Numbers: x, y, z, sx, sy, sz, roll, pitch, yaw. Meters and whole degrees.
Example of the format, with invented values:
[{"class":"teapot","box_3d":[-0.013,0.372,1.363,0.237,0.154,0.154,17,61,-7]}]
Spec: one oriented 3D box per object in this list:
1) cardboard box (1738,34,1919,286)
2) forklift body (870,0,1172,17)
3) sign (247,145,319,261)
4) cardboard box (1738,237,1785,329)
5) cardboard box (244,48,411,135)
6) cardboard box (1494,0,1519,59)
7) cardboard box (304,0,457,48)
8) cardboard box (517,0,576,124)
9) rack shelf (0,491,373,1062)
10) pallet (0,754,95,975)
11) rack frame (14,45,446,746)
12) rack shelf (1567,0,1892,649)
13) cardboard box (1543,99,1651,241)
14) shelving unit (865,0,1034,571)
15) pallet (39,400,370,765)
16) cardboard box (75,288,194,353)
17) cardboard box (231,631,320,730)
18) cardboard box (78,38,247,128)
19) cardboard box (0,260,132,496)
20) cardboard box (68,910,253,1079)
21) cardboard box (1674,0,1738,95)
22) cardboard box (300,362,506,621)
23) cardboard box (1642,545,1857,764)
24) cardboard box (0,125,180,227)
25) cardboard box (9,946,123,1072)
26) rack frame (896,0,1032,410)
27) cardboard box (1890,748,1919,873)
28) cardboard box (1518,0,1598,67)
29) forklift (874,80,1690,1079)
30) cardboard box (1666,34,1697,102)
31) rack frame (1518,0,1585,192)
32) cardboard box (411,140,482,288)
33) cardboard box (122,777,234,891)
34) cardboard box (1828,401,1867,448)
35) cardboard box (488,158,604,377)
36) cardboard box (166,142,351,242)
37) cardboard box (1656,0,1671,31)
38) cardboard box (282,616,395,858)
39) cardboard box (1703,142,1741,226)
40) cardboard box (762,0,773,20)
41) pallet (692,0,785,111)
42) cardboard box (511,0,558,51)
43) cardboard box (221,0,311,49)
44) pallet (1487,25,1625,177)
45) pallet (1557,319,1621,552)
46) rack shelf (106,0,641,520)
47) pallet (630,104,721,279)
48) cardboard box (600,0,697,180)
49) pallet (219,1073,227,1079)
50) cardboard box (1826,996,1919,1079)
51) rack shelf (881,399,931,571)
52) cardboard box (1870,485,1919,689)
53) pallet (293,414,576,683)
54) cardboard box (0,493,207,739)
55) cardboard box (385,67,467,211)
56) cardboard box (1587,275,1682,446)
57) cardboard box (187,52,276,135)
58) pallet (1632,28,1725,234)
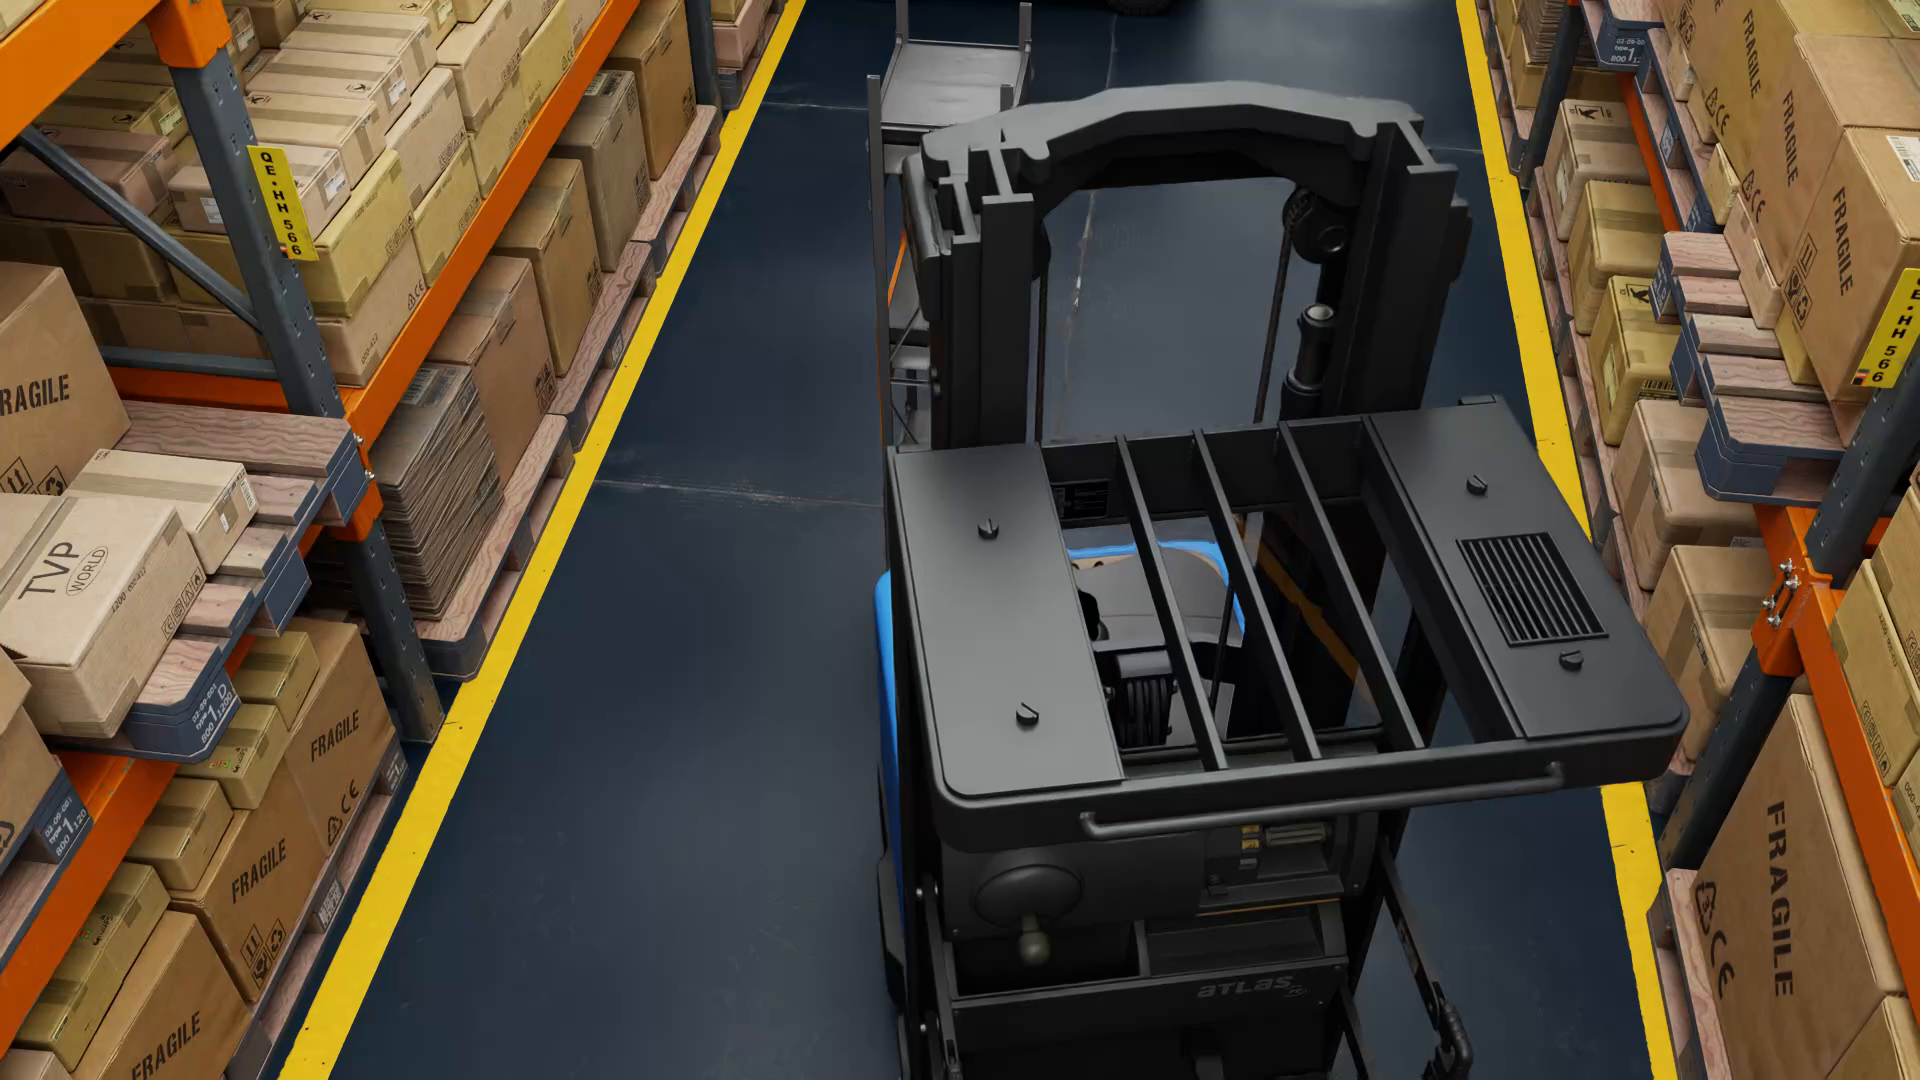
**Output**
[{"class":"cardboard box","box_3d":[2.523,-1.029,4.561,0.500,0.500,0.500,5,44,5]},{"class":"forklift body","box_3d":[0.376,-4.178,9.098,2.313,2.155,1.214,5,44,6]},{"class":"sign","box_3d":[-1.700,-0.841,4.172,0.100,0.325,0.005,5,44,6]},{"class":"cardboard box","box_3d":[2.444,-0.715,4.701,0.380,0.149,0.250,5,44,5]},{"class":"cardboard box","box_3d":[-1.863,-1.314,4.912,0.380,0.149,0.250,6,44,7]},{"class":"cardboard box","box_3d":[3.082,-2.715,8.630,0.500,0.250,0.500,4,44,4]},{"class":"cardboard box","box_3d":[-1.837,-1.668,5.285,0.380,0.149,0.250,6,44,6]},{"class":"cardboard box","box_3d":[-1.735,-1.766,6.042,0.500,0.250,0.500,7,44,7]},{"class":"rack shelf","box_3d":[-2.504,1.132,3.396,1.077,0.370,4.000,5,44,6]},{"class":"pallet","box_3d":[-2.492,0.903,3.254,1.003,0.211,1.213,5,44,6]},{"class":"rack frame","box_3d":[-2.239,-0.493,4.589,1.000,3.000,0.127,5,44,6]},{"class":"rack shelf","box_3d":[2.946,-1.146,5.802,1.077,0.370,4.000,5,44,6]},{"class":"cardboard box","box_3d":[3.143,-1.611,7.375,0.950,0.372,0.625,6,44,6]},{"class":"shelving unit","box_3d":[-0.022,-0.650,5.409,0.431,2.100,0.503,5,44,6]},{"class":"pallet","box_3d":[-2.259,0.045,4.160,1.213,0.211,1.003,5,44,6]},{"class":"cardboard box","box_3d":[-2.433,-0.768,4.988,0.500,0.250,0.500,4,44,5]},{"class":"cardboard box","box_3d":[-2.053,0.387,4.701,0.380,0.149,0.250,3,44,3]},{"class":"cardboard box","box_3d":[-2.378,-1.364,4.964,0.380,0.149,0.250,5,44,5]},{"class":"cardboard box","box_3d":[-2.462,-0.345,4.054,0.500,0.500,0.500,7,44,7]},{"class":"cardboard box","box_3d":[-2.225,1.267,4.242,0.500,0.500,0.500,7,44,7]},{"class":"cardboard box","box_3d":[2.662,-1.745,5.317,0.500,0.500,0.500,4,44,4]},{"class":"cardboard box","box_3d":[-2.143,-0.207,5.708,0.875,0.625,0.625,7,44,7]},{"class":"cardboard box","box_3d":[2.766,0.374,5.280,0.950,0.372,0.625,3,43,3]},{"class":"cardboard box","box_3d":[-2.397,-1.004,4.585,0.380,0.149,0.250,7,44,7]},{"class":"cardboard box","box_3d":[-2.250,1.097,3.951,0.380,0.149,0.250,5,44,5]},{"class":"rack frame","box_3d":[0.010,-0.816,5.585,0.400,2.100,0.015,5,44,6]},{"class":"cardboard box","box_3d":[2.317,0.673,3.467,0.500,0.250,0.500,4,44,4]},{"class":"cardboard box","box_3d":[3.022,-2.624,7.989,0.500,0.500,0.500,5,44,5]},{"class":"forklift","box_3d":[0.451,0.747,3.330,1.130,2.935,3.031,-5,44,-5]},{"class":"cardboard box","box_3d":[2.624,-1.598,5.633,0.380,0.149,0.250,7,44,7]},{"class":"rack frame","box_3d":[3.210,-2.770,6.994,1.000,3.000,0.127,5,44,6]},{"class":"cardboard box","box_3d":[-1.867,-1.061,5.298,0.500,0.250,0.500,4,44,5]},{"class":"cardboard box","box_3d":[-2.137,0.751,4.316,0.380,0.149,0.250,4,44,4]},{"class":"cardboard box","box_3d":[2.491,-0.350,4.315,0.380,0.149,0.250,7,44,7]},{"class":"cardboard box","box_3d":[-1.976,-1.111,6.664,0.875,0.625,0.625,4,44,4]},{"class":"cardboard box","box_3d":[-1.905,-0.955,4.532,0.380,0.149,0.250,6,44,7]},{"class":"cardboard box","box_3d":[2.745,-1.942,5.997,0.380,0.149,0.250,6,44,6]},{"class":"cardboard box","box_3d":[-2.082,0.570,4.979,0.500,0.500,0.500,6,44,7]},{"class":"cardboard box","box_3d":[2.508,-1.075,5.081,0.380,0.149,0.250,6,44,6]},{"class":"cardboard box","box_3d":[-1.266,-3.020,8.952,0.500,0.250,0.500,4,44,5]},{"class":"pallet","box_3d":[-1.564,-2.744,8.995,1.003,0.211,1.213,5,44,6]},{"class":"cardboard box","box_3d":[-1.741,-1.946,5.870,0.500,0.250,0.500,6,44,6]},{"class":"cardboard box","box_3d":[-2.303,-1.709,5.328,0.380,0.149,0.250,5,44,5]},{"class":"pallet","box_3d":[3.264,-2.218,8.439,1.003,0.211,1.213,5,44,6]},{"class":"pallet","box_3d":[2.950,-0.393,6.511,1.003,0.211,1.213,5,44,6]},{"class":"rack shelf","box_3d":[-1.975,-1.594,6.275,1.077,0.370,4.000,5,44,6]},{"class":"pallet","box_3d":[-1.769,-1.700,7.892,1.003,0.211,1.213,5,44,6]},{"class":"cardboard box","box_3d":[-1.768,-2.152,7.763,0.875,0.625,0.625,7,44,7]},{"class":"pallet","box_3d":[-2.539,1.855,4.138,1.003,0.211,1.213,5,44,6]},{"class":"cardboard box","box_3d":[2.386,1.646,3.570,0.875,0.875,0.875,6,44,6]},{"class":"rack shelf","box_3d":[-0.022,-0.131,5.900,0.431,0.518,0.480,5,44,6]},{"class":"cardboard box","box_3d":[2.370,0.152,3.653,0.500,0.250,0.500,5,44,5]},{"class":"pallet","box_3d":[-2.092,-0.037,6.136,1.003,0.211,1.213,5,44,6]},{"class":"cardboard box","box_3d":[-2.058,0.158,3.705,0.500,0.250,0.500,3,44,4]},{"class":"cardboard box","box_3d":[-1.871,-1.241,5.124,0.500,0.250,0.500,7,44,7]},{"class":"cardboard box","box_3d":[2.961,-0.646,6.357,0.950,0.372,0.625,7,44,7]},{"class":"cardboard box","box_3d":[-2.389,-1.300,5.186,0.500,0.250,0.500,6,44,6]},{"class":"pallet","box_3d":[2.902,-1.327,5.609,1.003,0.211,1.213,5,44,6]}]
